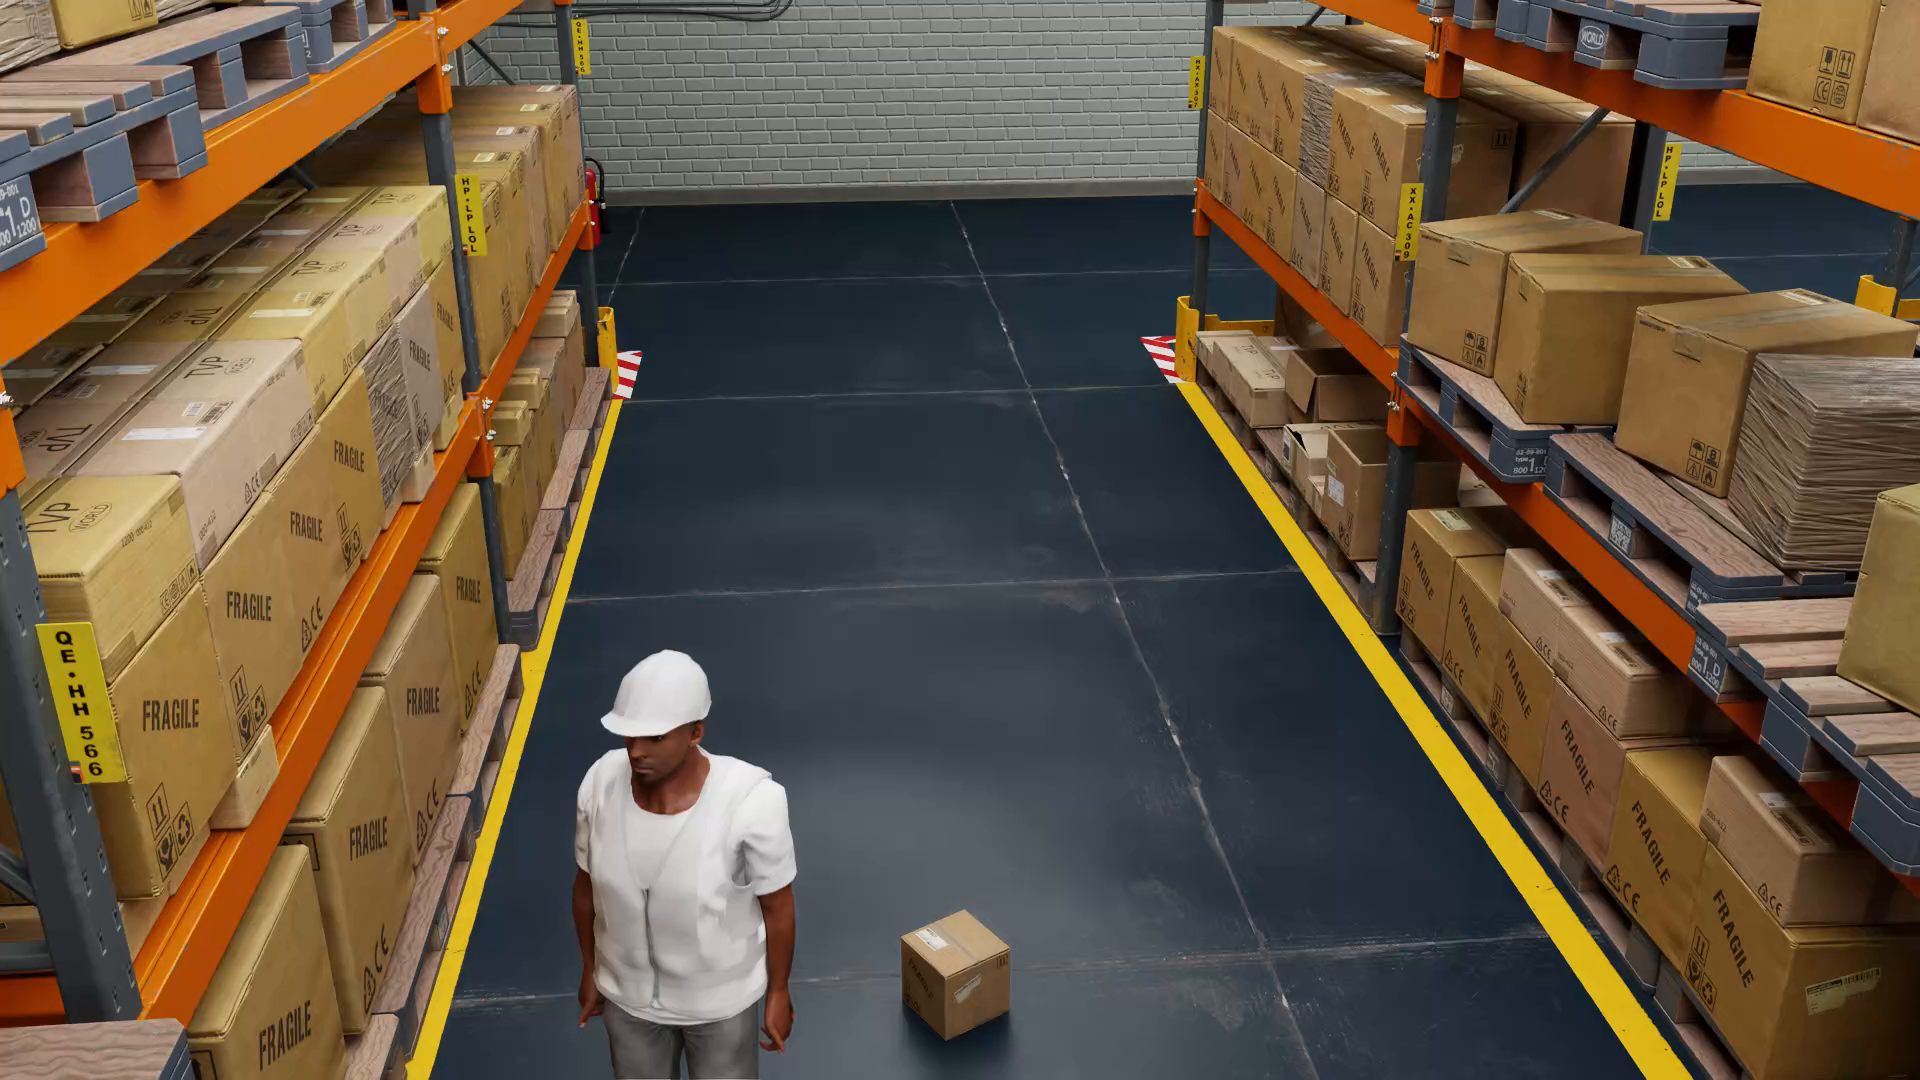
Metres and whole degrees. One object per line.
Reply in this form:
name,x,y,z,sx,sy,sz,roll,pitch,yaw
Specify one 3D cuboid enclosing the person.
person,-0.683,1.092,4.062,0.567,1.771,0.378,6,24,12
